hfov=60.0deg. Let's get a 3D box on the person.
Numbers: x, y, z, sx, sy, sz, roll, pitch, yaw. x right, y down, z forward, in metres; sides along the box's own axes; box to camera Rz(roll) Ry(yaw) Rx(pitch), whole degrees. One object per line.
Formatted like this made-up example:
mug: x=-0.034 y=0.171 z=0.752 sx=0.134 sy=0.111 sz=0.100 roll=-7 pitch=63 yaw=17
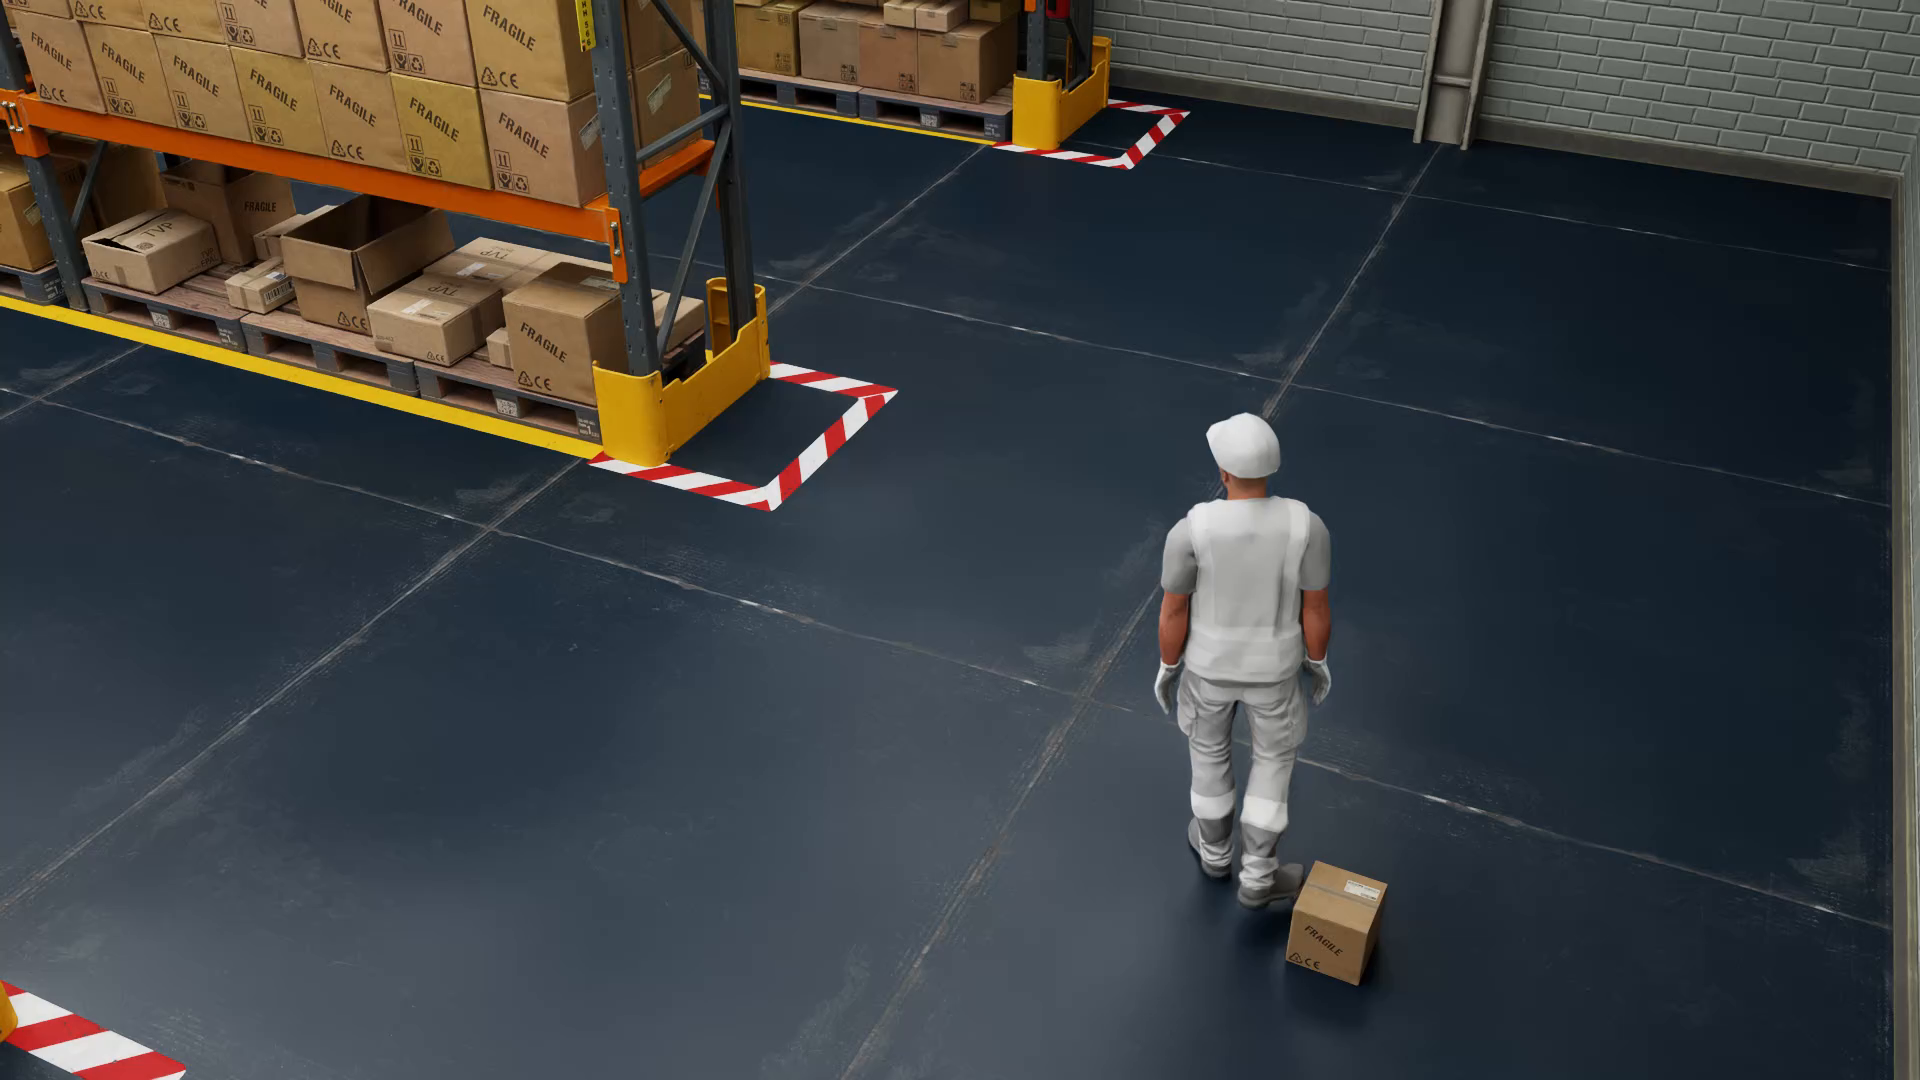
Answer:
person: x=0.929 y=0.443 z=5.447 sx=0.585 sy=1.777 sz=0.578 roll=3 pitch=34 yaw=5
